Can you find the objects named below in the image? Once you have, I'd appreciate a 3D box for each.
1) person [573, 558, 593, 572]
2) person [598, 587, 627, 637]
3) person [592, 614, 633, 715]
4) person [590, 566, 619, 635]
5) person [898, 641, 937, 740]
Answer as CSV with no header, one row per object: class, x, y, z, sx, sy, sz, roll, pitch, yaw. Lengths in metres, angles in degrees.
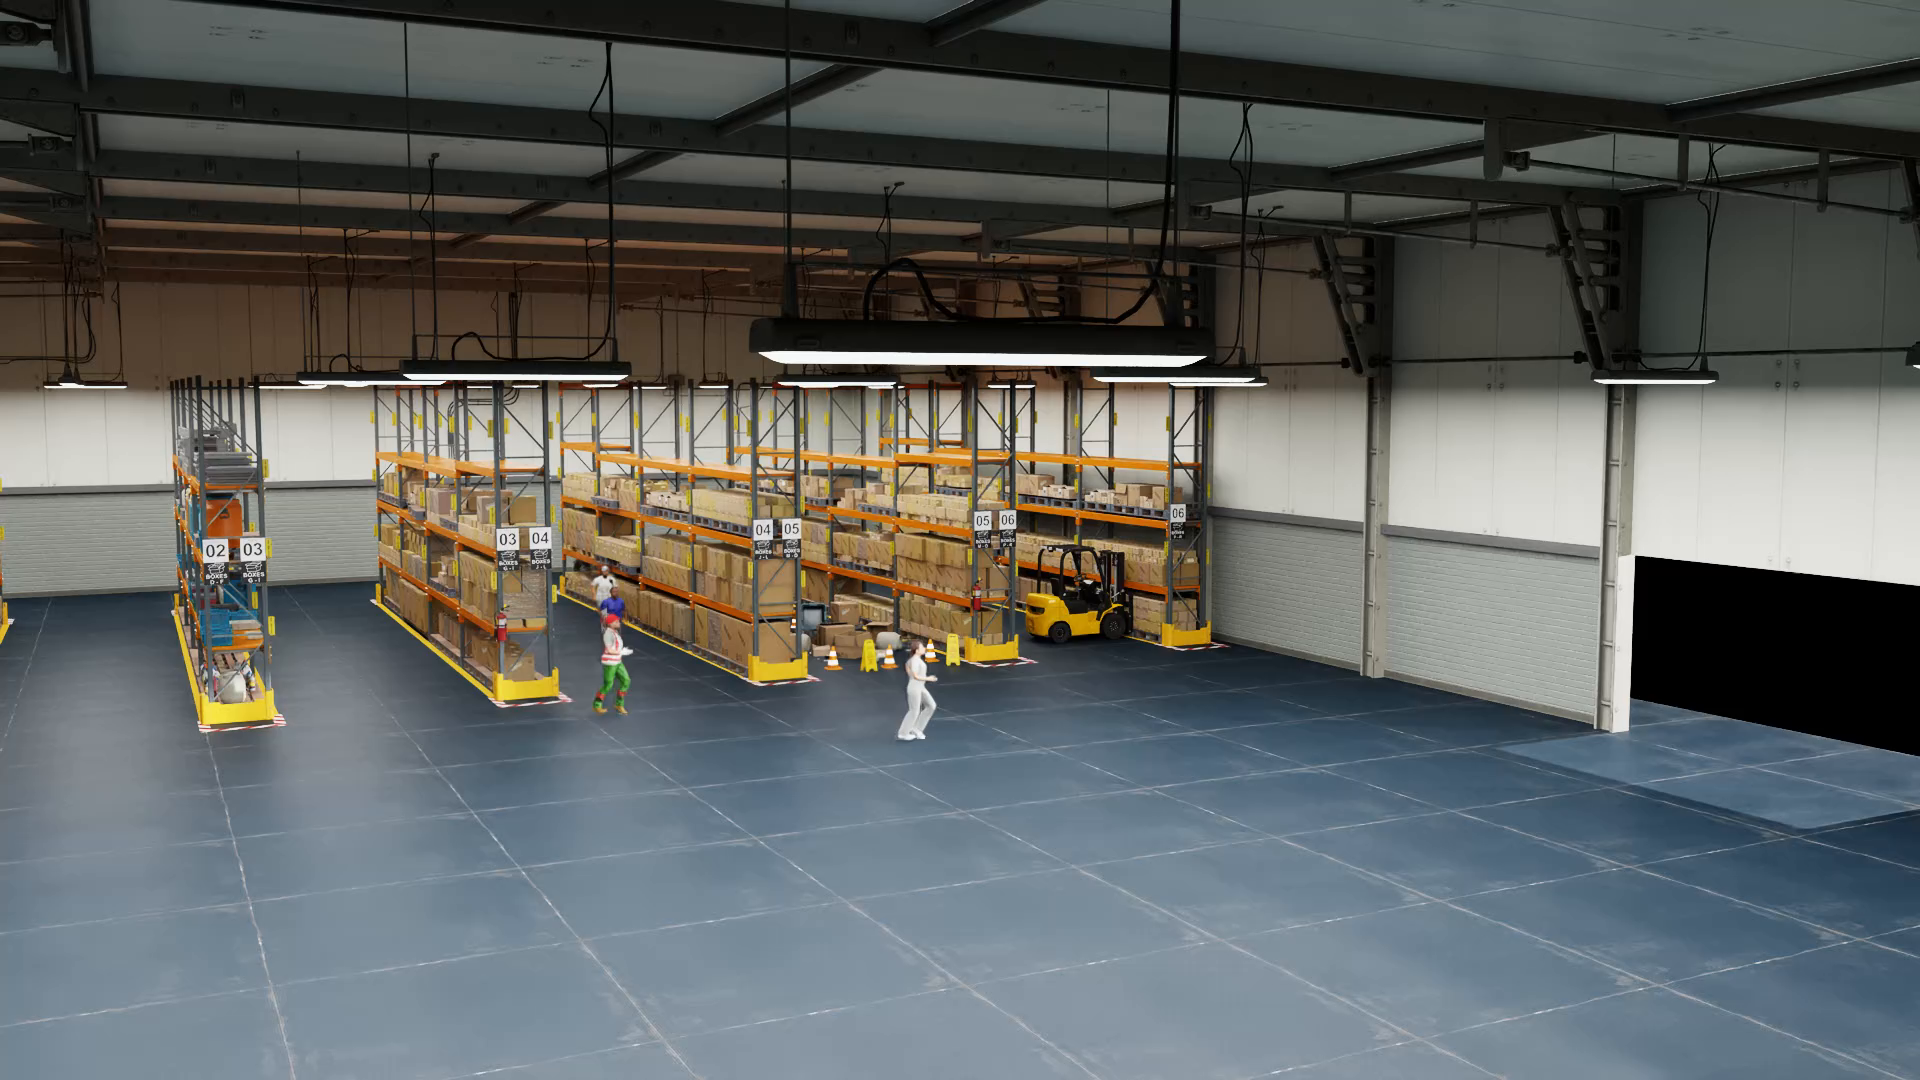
person,-11.164,0.485,48.893,1.034,1.711,0.761,2,5,19
person,-7.276,1.795,35.105,0.587,1.623,0.541,-4,6,-37
person,-6.139,2.223,29.445,0.768,1.844,0.677,1,5,8
person,-8.240,1.442,38.663,0.594,1.689,0.877,-3,6,-31
person,-0.692,2.474,27.248,0.672,1.662,0.557,1,5,9
